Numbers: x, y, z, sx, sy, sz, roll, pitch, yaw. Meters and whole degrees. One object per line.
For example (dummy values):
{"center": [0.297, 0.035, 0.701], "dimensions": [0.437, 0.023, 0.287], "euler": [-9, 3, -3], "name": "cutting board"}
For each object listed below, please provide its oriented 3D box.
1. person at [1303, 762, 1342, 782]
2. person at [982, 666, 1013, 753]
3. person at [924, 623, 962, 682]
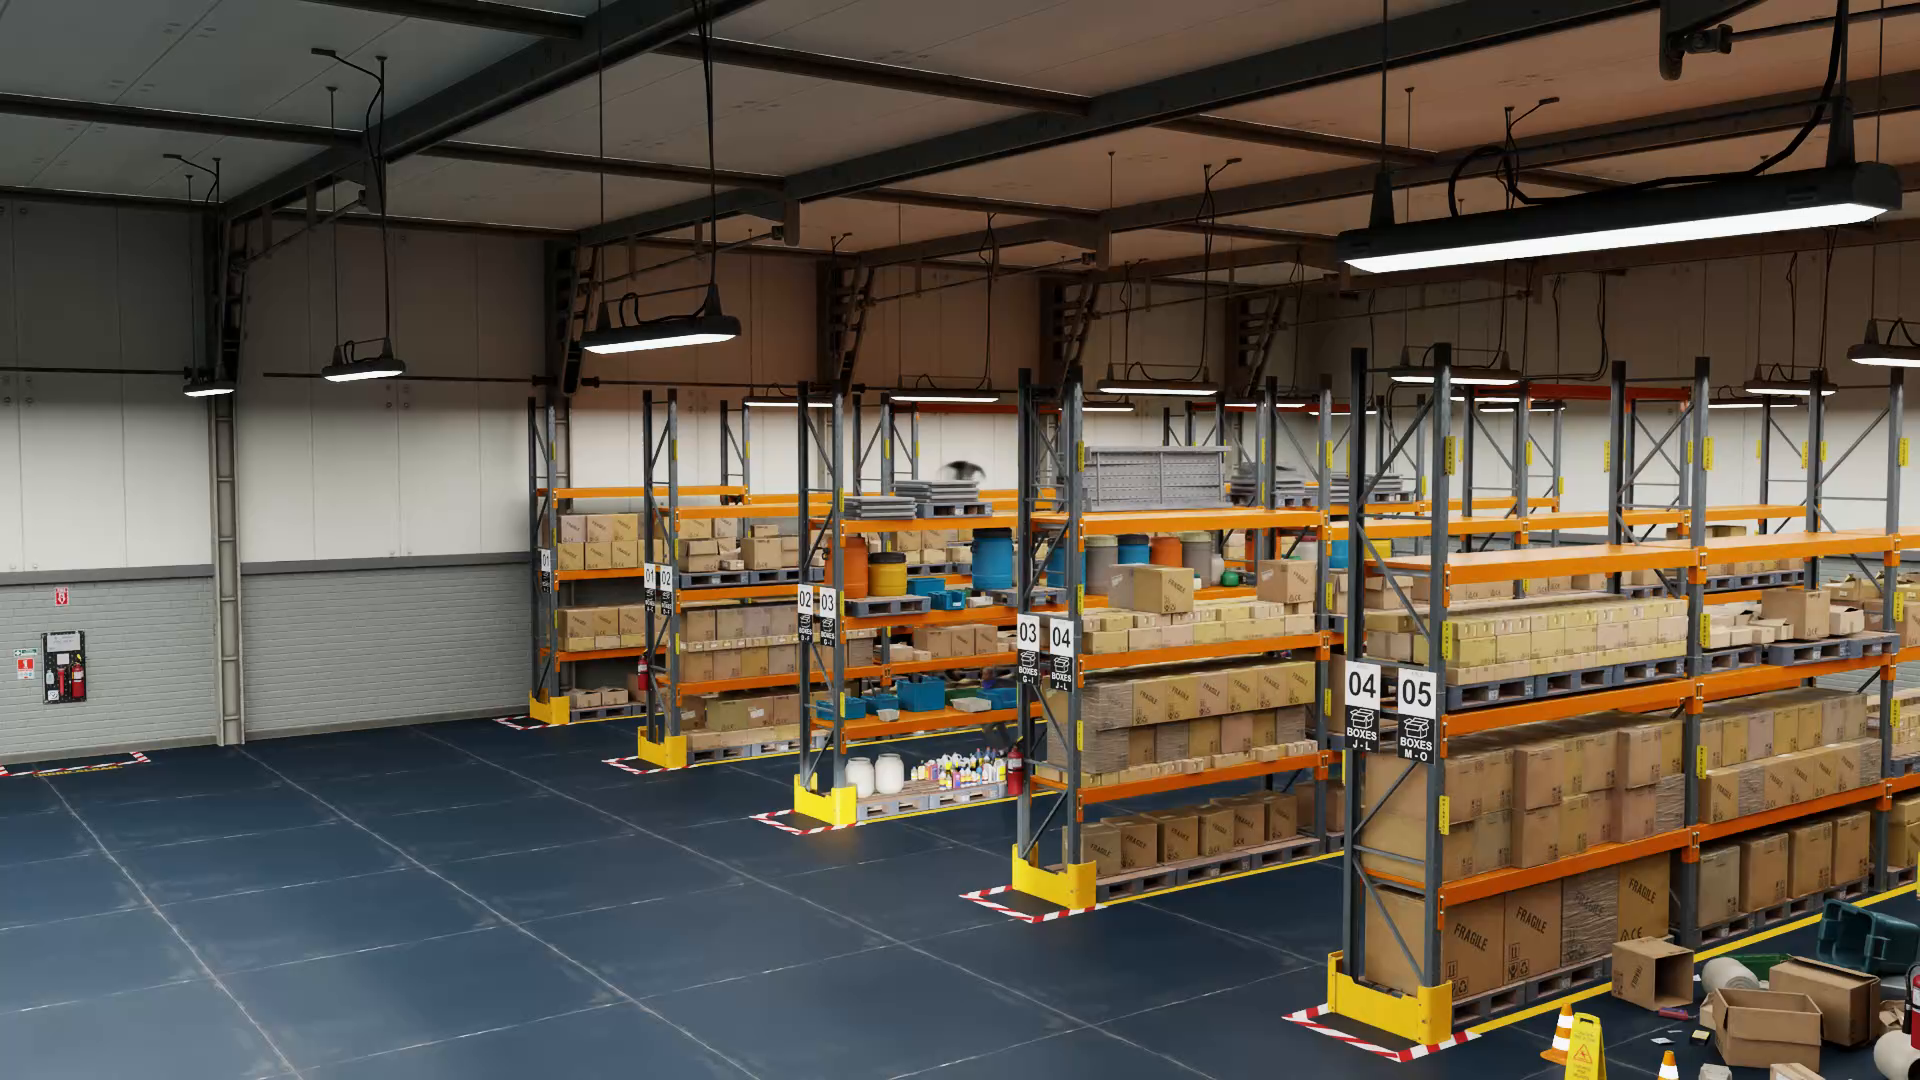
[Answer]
{"center": [5.415, 2.909, 24.703], "dimensions": [1.140, 1.588, 0.711], "euler": [-2, 4, -29], "name": "person"}
{"center": [0.610, 2.812, 27.334], "dimensions": [0.773, 1.554, 0.672], "euler": [-1, 4, -20], "name": "person"}
{"center": [-0.330, 2.370, 33.785], "dimensions": [1.066, 1.559, 0.664], "euler": [-2, 4, -32], "name": "person"}
